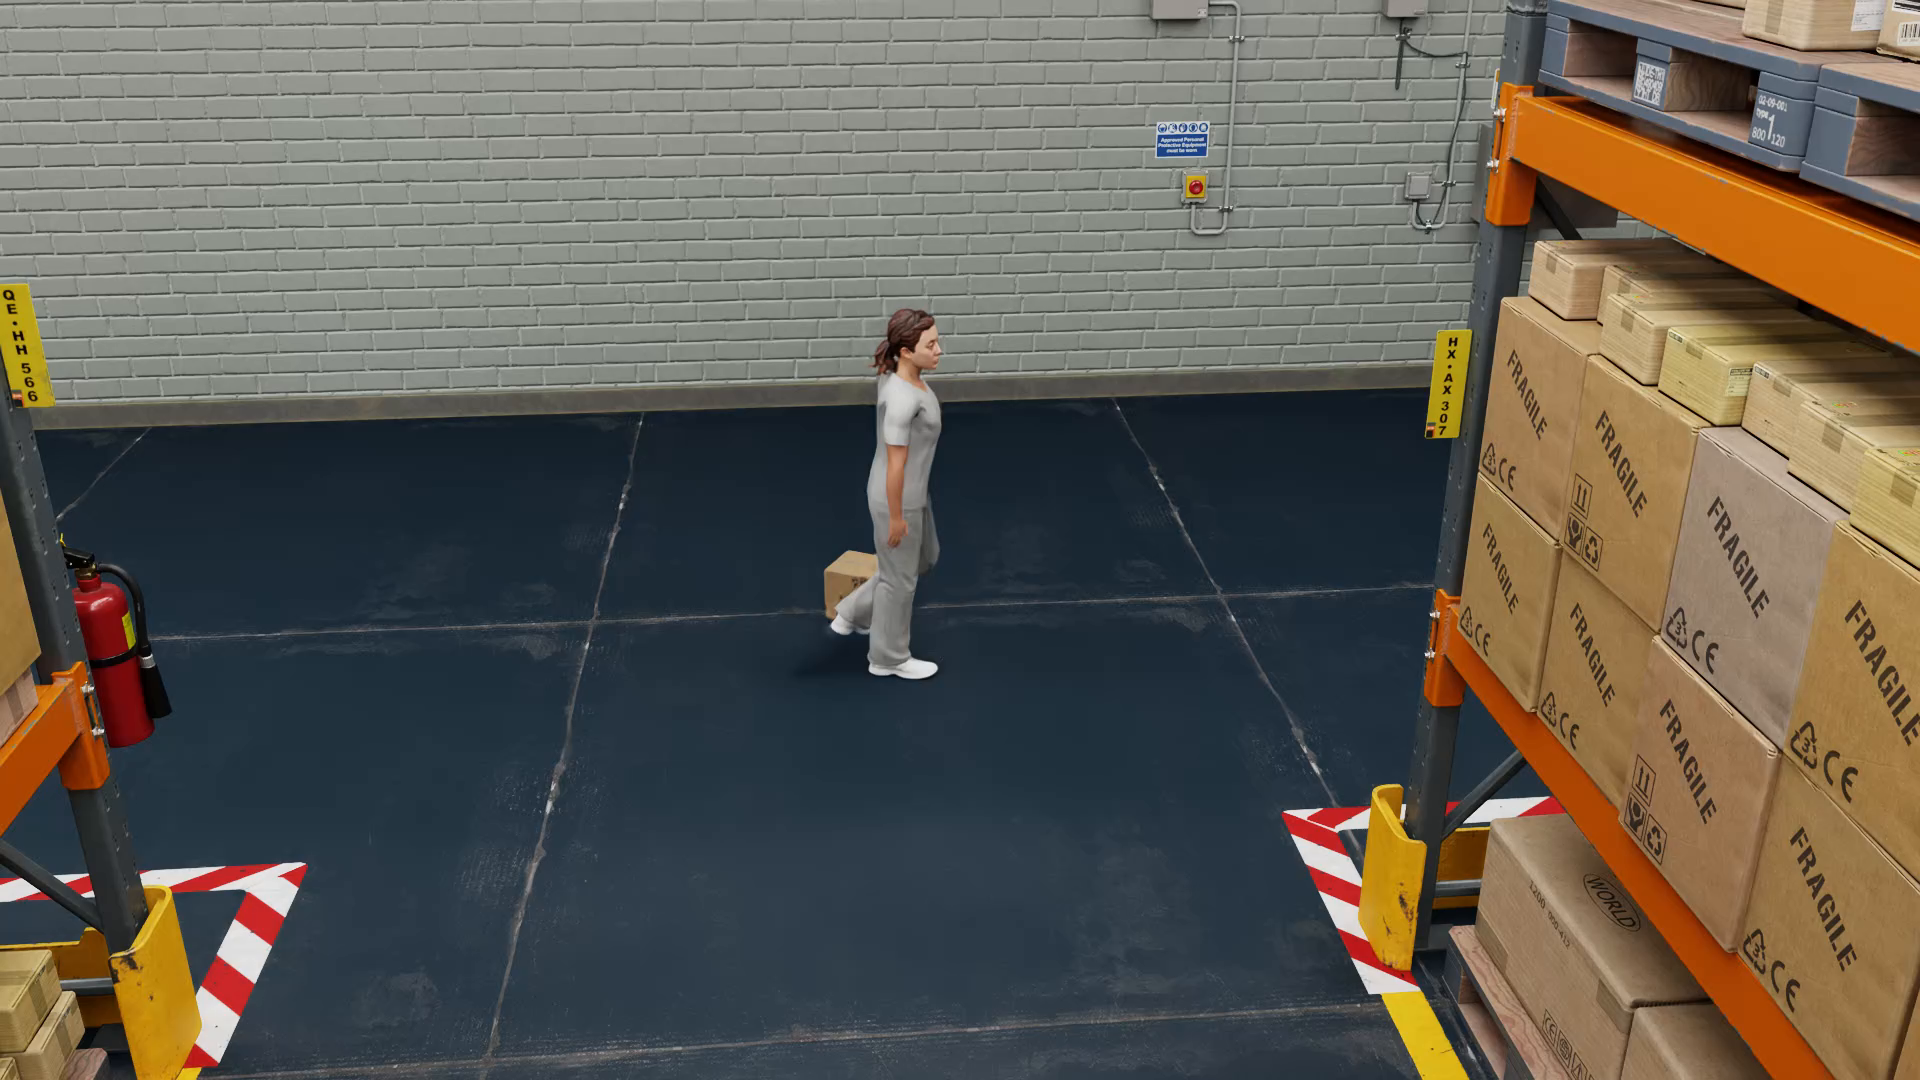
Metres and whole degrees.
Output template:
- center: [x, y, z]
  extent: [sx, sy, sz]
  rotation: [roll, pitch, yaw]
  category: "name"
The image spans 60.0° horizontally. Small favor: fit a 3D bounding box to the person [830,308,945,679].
- center: [-0.317, -0.180, 7.008]
  extent: [0.510, 1.665, 0.522]
  rotation: [0, 24, 1]
  category: "person"
